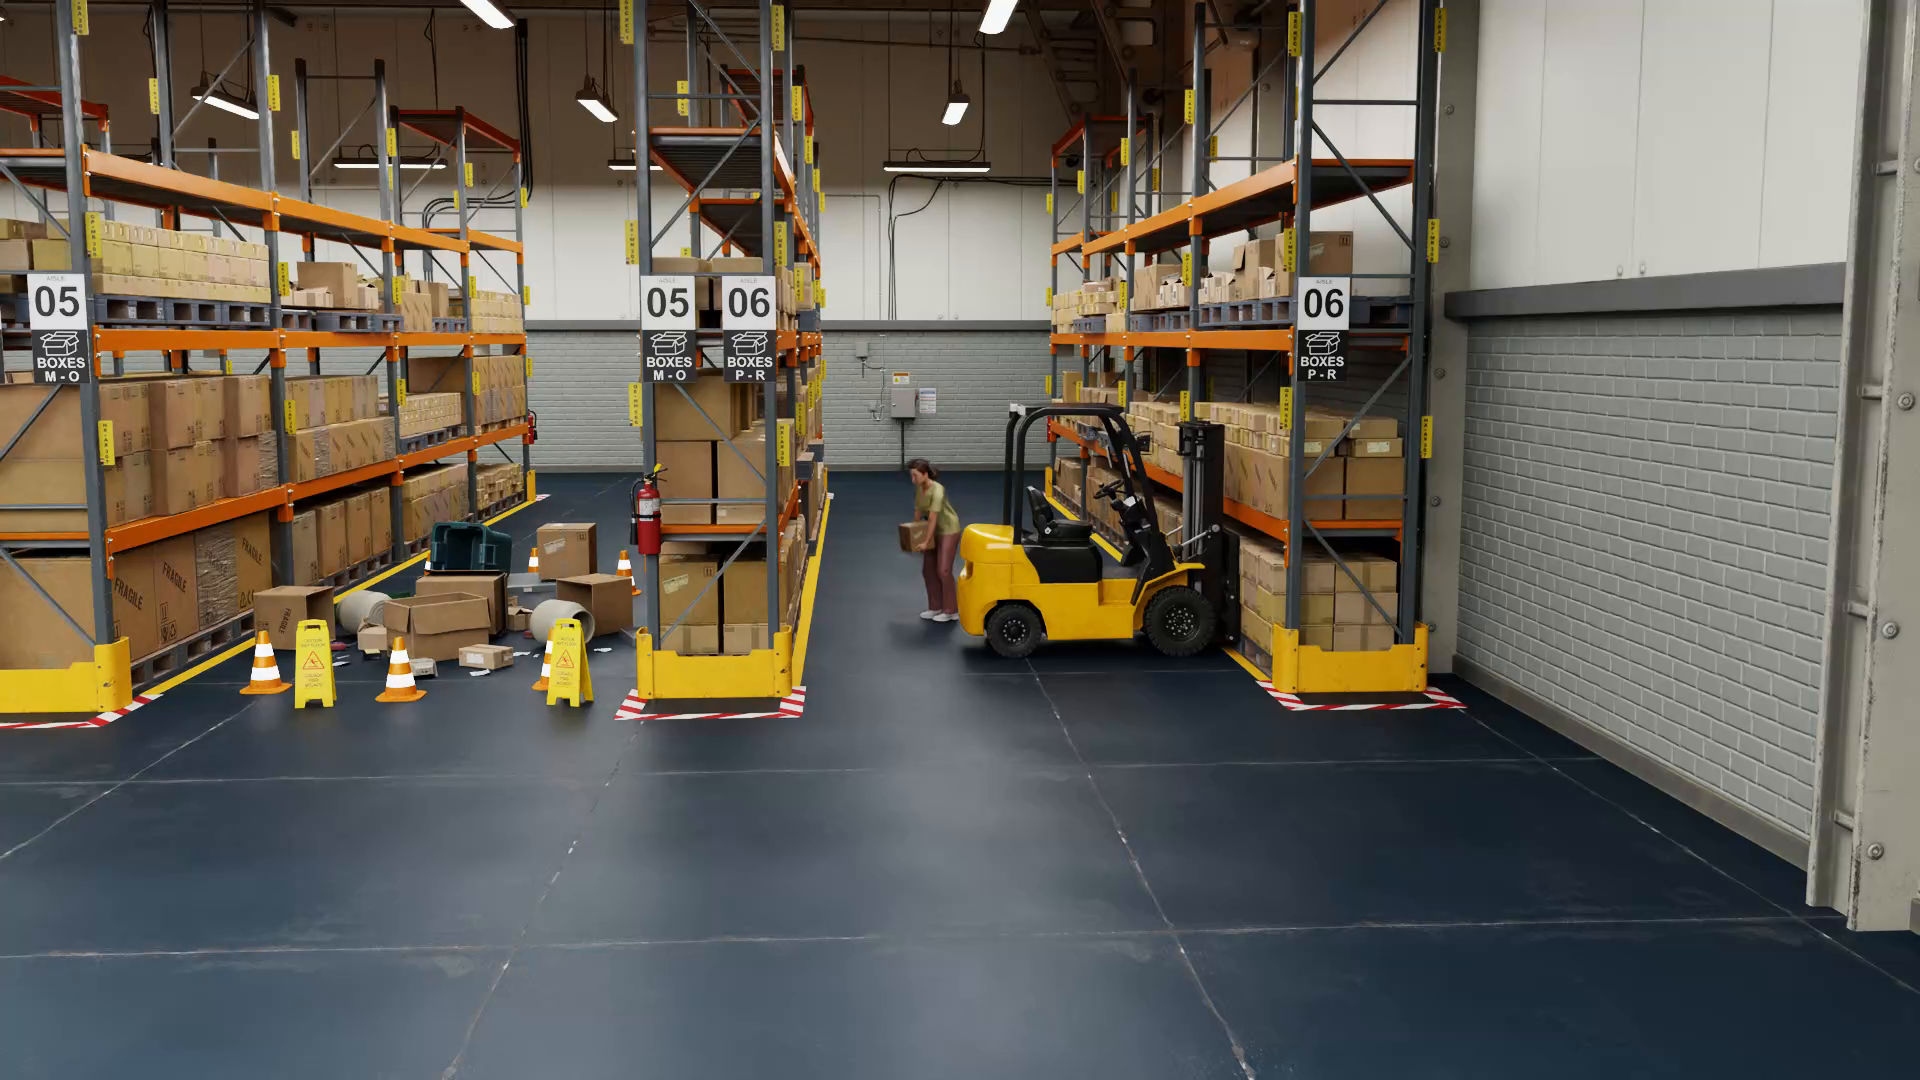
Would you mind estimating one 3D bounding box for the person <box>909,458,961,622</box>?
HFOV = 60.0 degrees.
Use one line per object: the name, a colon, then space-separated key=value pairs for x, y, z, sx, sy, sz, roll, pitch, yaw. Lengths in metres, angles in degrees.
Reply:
person: x=-0.261 y=-0.005 z=16.155 sx=0.554 sy=1.595 sz=0.410 roll=-5 pitch=8 yaw=-34
